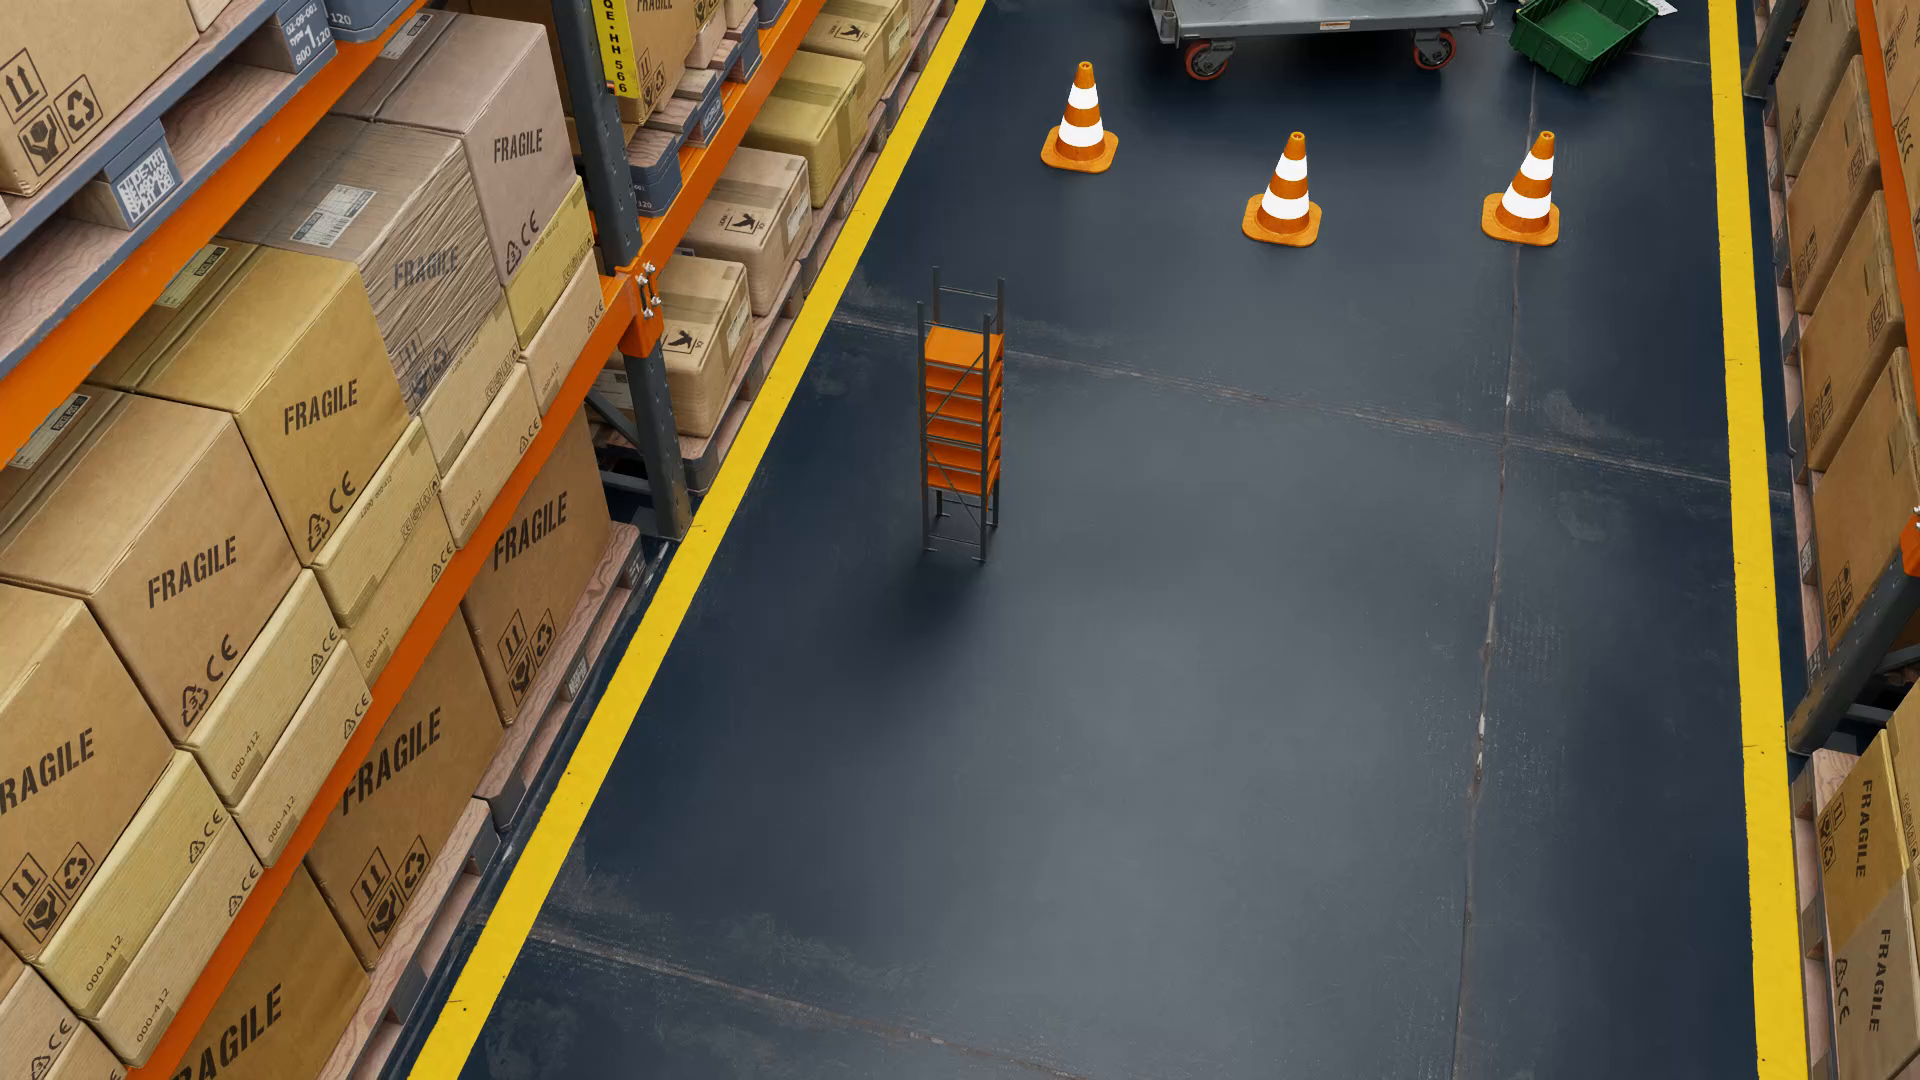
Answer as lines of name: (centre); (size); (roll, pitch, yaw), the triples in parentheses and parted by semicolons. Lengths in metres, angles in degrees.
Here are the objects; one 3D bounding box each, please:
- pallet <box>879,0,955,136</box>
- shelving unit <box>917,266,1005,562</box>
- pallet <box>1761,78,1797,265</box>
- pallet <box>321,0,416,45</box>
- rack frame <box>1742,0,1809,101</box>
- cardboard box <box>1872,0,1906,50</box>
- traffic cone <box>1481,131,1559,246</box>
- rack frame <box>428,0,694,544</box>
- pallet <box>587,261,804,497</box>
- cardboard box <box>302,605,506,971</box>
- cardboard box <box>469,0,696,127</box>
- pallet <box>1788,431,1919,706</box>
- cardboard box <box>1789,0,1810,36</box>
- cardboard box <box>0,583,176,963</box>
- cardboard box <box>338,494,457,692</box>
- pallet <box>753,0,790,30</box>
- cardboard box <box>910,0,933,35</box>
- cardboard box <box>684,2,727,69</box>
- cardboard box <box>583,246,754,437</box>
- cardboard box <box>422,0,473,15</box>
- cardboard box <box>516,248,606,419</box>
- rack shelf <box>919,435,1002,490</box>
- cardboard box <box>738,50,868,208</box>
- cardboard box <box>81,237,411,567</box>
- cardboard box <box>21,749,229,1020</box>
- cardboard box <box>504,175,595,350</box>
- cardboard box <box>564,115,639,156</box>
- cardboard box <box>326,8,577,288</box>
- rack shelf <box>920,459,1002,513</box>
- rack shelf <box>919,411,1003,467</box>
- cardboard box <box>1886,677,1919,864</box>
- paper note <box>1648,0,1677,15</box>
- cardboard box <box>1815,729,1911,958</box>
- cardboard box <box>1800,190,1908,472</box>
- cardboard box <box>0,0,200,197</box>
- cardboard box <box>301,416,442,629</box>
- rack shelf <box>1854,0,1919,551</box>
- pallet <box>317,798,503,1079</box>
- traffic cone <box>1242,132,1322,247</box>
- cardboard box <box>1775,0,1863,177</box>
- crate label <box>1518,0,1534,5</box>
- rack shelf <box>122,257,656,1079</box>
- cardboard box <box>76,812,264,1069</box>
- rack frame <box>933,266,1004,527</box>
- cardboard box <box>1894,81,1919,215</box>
pallet: (-0.661, -2.528, 8.341); (1.003, 0.211, 1.213); (12, 50, 10)
shelving unit: (0.004, -0.407, 5.809); (0.258, 1.200, 0.189); (12, 50, 10)
pallet: (4.214, -1.615, 7.535); (1.003, 0.211, 1.213); (12, 50, 10)
pallet: (-1.629, -1.575, 3.765); (1.213, 0.211, 1.003); (14, 50, 12)
rack frame: (4.345, -3.111, 6.995); (1.000, 3.000, 0.127); (12, 50, 10)
cardboard box: (3.680, -2.090, 6.027); (0.500, 0.500, 0.500); (11, 50, 10)
traffic cone: (2.535, -1.599, 7.353); (0.336, 0.463, 0.334); (12, 50, 10)
rack frame: (-1.510, -1.121, 5.239); (1.000, 3.000, 0.127); (12, 50, 10)
pallet: (-1.303, -0.763, 6.783); (1.003, 0.211, 1.213); (12, 50, 10)
cardboard box: (-2.011, 0.571, 4.883); (0.875, 0.875, 0.875); (12, 50, 10)
cardboard box: (-1.169, -1.671, 5.179); (0.500, 0.500, 0.500); (10, 49, 9)
pallet: (3.572, 0.150, 5.977); (1.003, 0.211, 1.213); (12, 50, 10)
cardboard box: (4.578, -2.988, 8.023); (0.875, 0.875, 0.875); (12, 50, 11)
cardboard box: (-1.928, 0.411, 3.153); (0.500, 0.500, 0.500); (10, 49, 9)
cardboard box: (-1.660, 0.079, 4.279); (0.500, 0.250, 0.500); (11, 50, 10)
pallet: (-1.029, -2.498, 6.582); (1.003, 0.211, 1.213); (12, 50, 10)
cardboard box: (-0.593, -2.904, 8.285); (0.950, 0.372, 0.625); (12, 50, 11)
cardboard box: (-1.022, -1.762, 5.692); (0.380, 0.149, 0.250); (9, 49, 8)
cardboard box: (-1.352, -0.797, 6.426); (0.950, 0.372, 0.625); (9, 49, 7)
cardboard box: (-1.659, -1.775, 5.271); (0.500, 0.500, 0.500); (10, 49, 9)
cardboard box: (-1.393, -0.654, 4.927); (0.500, 0.250, 0.500); (10, 49, 9)
rack shelf: (0.004, -0.299, 5.933); (0.258, 0.103, 0.180); (12, 50, 10)
cardboard box: (-0.960, -1.880, 7.381); (0.950, 0.372, 0.625); (13, 50, 11)
cardboard box: (-1.658, -0.329, 3.806); (0.500, 0.500, 0.500); (12, 50, 10)
cardboard box: (-1.907, 0.651, 3.441); (0.500, 0.250, 0.500); (12, 50, 11)
cardboard box: (-1.393, -0.836, 4.754); (0.500, 0.250, 0.500); (11, 50, 10)
cardboard box: (-1.245, -1.375, 5.351); (0.380, 0.149, 0.250); (9, 49, 8)
cardboard box: (-1.394, -1.059, 4.451); (0.500, 0.500, 0.500); (10, 49, 9)
rack shelf: (0.004, -0.219, 6.023); (0.258, 0.103, 0.180); (12, 50, 10)
rack shelf: (0.004, -0.378, 5.843); (0.258, 0.103, 0.180); (12, 50, 10)
cardboard box: (2.877, 0.674, 4.542); (0.500, 0.250, 0.500); (10, 49, 8)
paper note: (3.648, -2.793, 8.695); (0.147, 0.020, 0.142); (-19, 51, -16)
cardboard box: (2.860, 0.932, 4.814); (0.500, 0.500, 0.500); (10, 49, 8)
cardboard box: (3.766, -0.668, 6.059); (1.050, 0.750, 0.750); (12, 50, 11)
cardboard box: (-1.694, -0.954, 2.744); (0.500, 0.500, 0.500); (12, 50, 10)
cardboard box: (-1.639, -0.091, 4.096); (0.500, 0.250, 0.500); (10, 49, 9)
rack shelf: (3.818, -1.426, 5.988); (1.077, 0.370, 4.000); (12, 50, 10)
pallet: (-2.114, 1.237, 5.018); (1.003, 0.211, 1.213); (12, 50, 10)
traffic cone: (1.455, -1.595, 7.349); (0.336, 0.463, 0.334); (12, 50, 10)
cardboard box: (4.268, -2.038, 7.269); (1.050, 0.750, 0.750); (11, 50, 10)
crate label: (2.975, -2.963, 8.774); (0.298, 0.136, 0.250); (-19, 51, -16)
rack shelf: (-2.037, 0.564, 4.232); (1.077, 0.370, 4.000); (12, 50, 10)
cardboard box: (-1.908, 0.813, 3.631); (0.500, 0.250, 0.500); (11, 50, 10)
rack frame: (0.028, -0.474, 5.868); (0.240, 1.200, 0.006); (12, 50, 10)
cardboard box: (3.416, -1.351, 5.375); (0.500, 0.500, 0.500); (11, 49, 9)
